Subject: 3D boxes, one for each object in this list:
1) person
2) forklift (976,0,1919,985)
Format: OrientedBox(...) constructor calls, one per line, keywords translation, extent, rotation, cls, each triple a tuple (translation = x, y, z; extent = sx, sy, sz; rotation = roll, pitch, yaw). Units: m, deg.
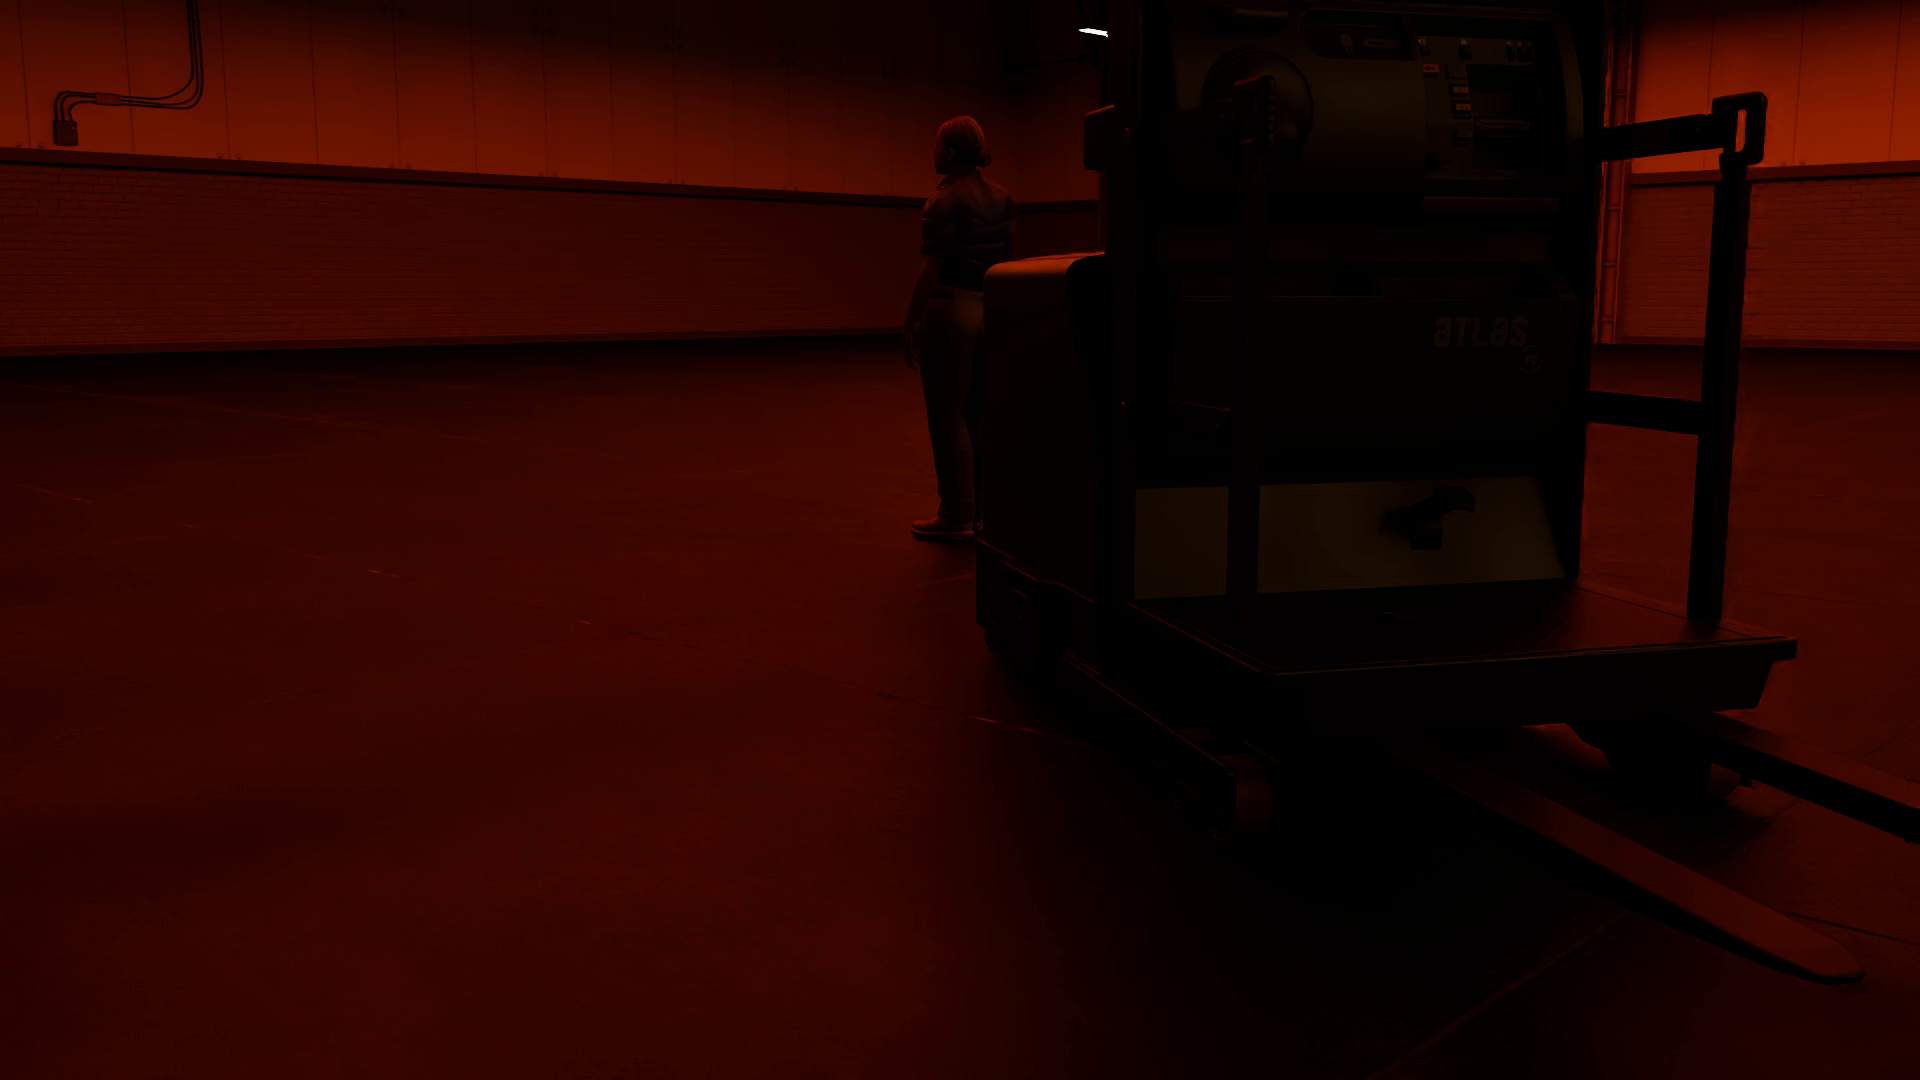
OrientedBox(translation=(-0.049, -0.837, 6.668), extent=(0.503, 1.656, 0.569), rotation=(8, 12, 43), cls="person")
OrientedBox(translation=(0.918, -0.958, 3.238), extent=(1.130, 2.935, 3.031), rotation=(-2, 9, -15), cls="forklift")
